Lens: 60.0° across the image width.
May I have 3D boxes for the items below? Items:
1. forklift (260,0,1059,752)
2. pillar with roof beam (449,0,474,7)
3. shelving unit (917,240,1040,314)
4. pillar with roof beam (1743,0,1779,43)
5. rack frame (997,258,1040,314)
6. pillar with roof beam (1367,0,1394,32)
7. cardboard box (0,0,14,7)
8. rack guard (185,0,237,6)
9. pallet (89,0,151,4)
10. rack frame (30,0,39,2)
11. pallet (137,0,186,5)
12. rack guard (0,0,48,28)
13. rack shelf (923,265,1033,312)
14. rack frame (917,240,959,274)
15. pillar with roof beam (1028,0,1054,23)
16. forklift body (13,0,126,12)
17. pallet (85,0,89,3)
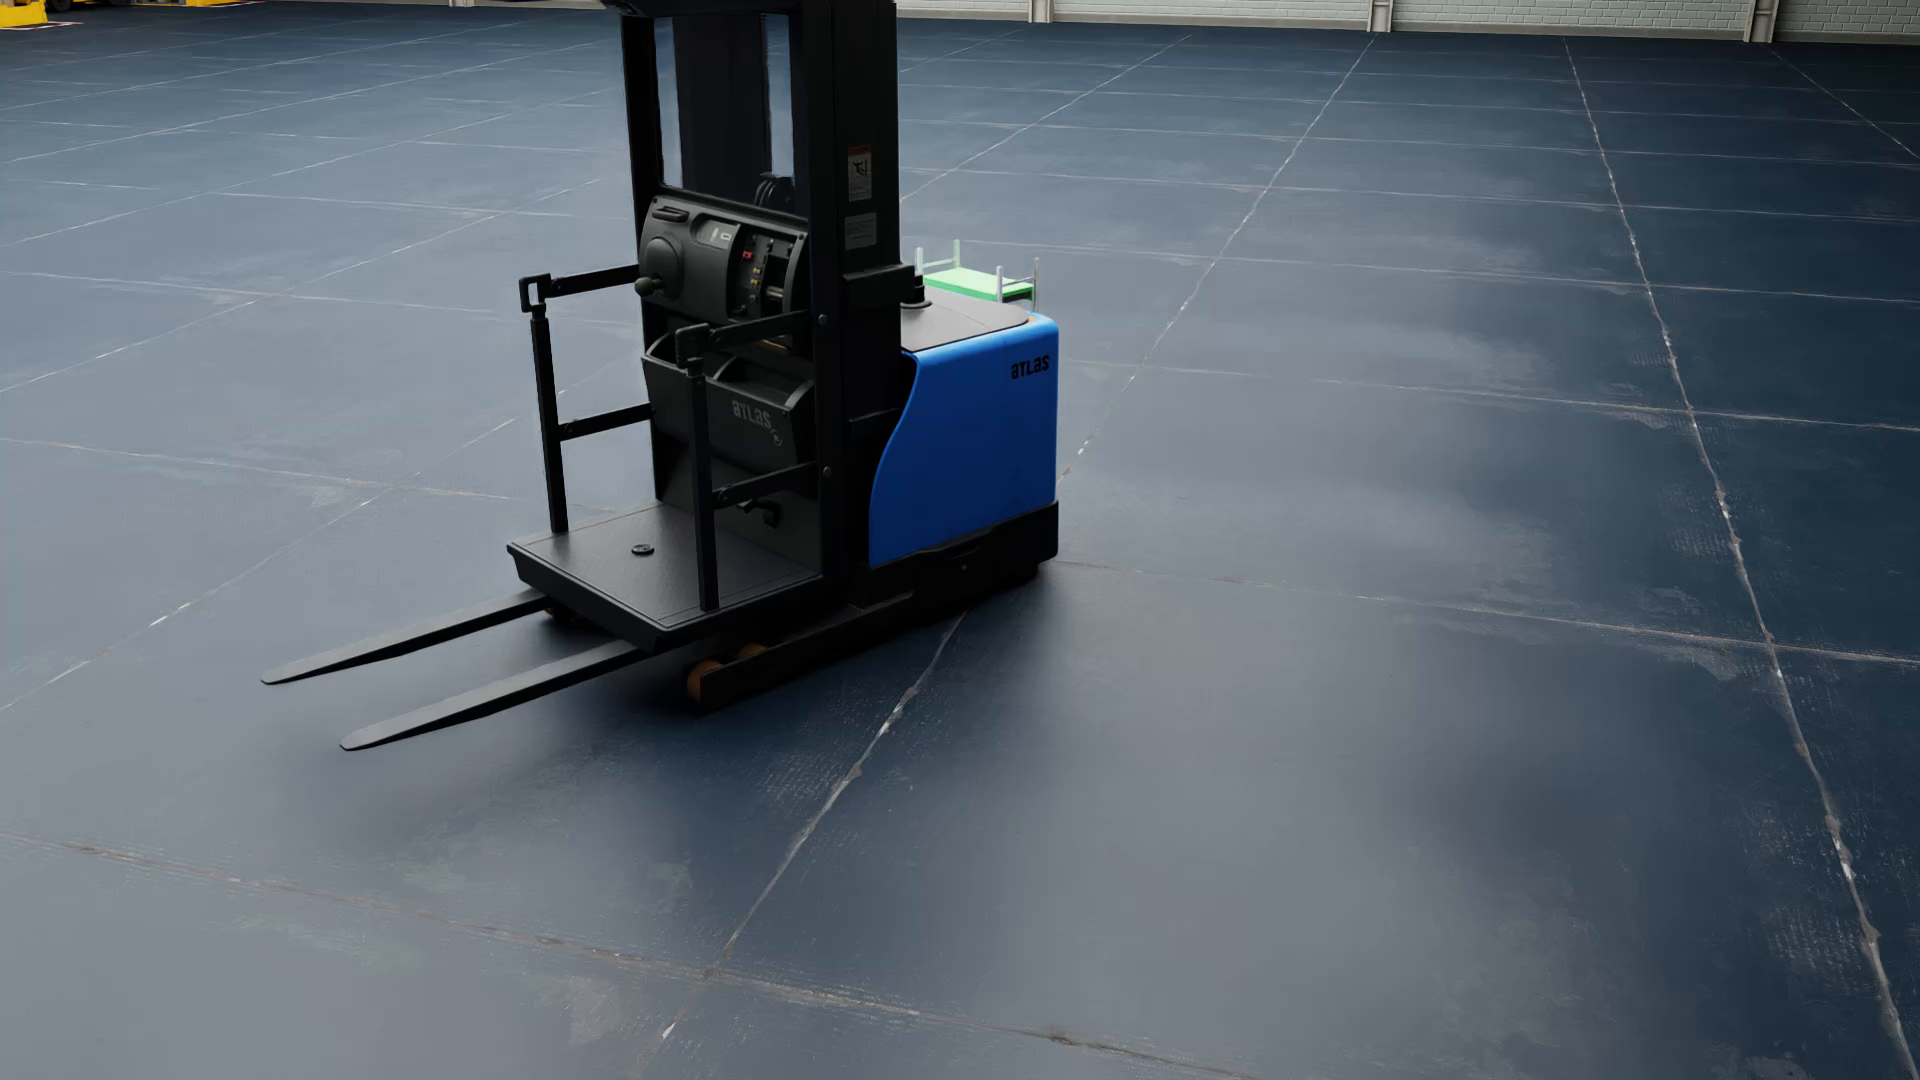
[{"bbox_3d":[-1.010,-0.990,5.820,3.031,2.935,1.130,-20,29,-39],"label":"forklift"},{"bbox_3d":[-11.256,-13.340,27.933,0.400,9.000,9.100,7,23,16],"label":"pillar with roof beam"},{"bbox_3d":[0.075,-0.670,7.322,0.258,1.200,0.503,-20,30,-40],"label":"shelving unit"},{"bbox_3d":[11.721,-10.709,21.519,0.400,9.000,9.100,7,23,16],"label":"pillar with roof beam"},{"bbox_3d":[0.244,-0.603,7.159,0.240,1.200,0.015,-20,30,-40],"label":"rack frame"},{"bbox_3d":[5.976,-11.366,23.123,0.400,9.000,9.100,7,23,16],"label":"pillar with roof beam"},{"bbox_3d":[-17.473,-9.689,30.009,0.500,0.250,0.500,6,23,15],"label":"cardboard box"},{"bbox_3d":[-15.328,-11.223,33.972,0.348,0.500,1.175,7,23,16],"label":"rack guard"},{"bbox_3d":[-17.259,-11.295,34.528,1.213,0.211,1.003,7,23,15],"label":"pallet"},{"bbox_3d":[-16.781,-10.578,29.106,0.127,3.000,1.000,7,23,16],"label":"rack frame"},{"bbox_3d":[-16.095,-11.161,34.200,1.213,0.211,1.003,7,23,16],"label":"pallet"},{"bbox_3d":[-16.854,-9.430,29.601,0.348,0.500,1.175,7,23,16],"label":"rack guard"},{"bbox_3d":[0.075,-1.055,7.164,0.258,0.148,0.480,-20,30,-40],"label":"rack shelf"},{"bbox_3d":[-0.094,-0.737,7.485,0.240,1.200,0.015,-20,30,-40],"label":"rack frame"},{"bbox_3d":[0.232,-12.024,24.726,0.400,9.000,9.100,7,23,16],"label":"pillar with roof beam"},{"bbox_3d":[-17.693,-11.535,32.556,1.214,2.155,2.313,7,23,16],"label":"forklift body"},{"bbox_3d":[-18.431,-11.428,34.852,1.213,0.211,1.003,7,23,16],"label":"pallet"}]
